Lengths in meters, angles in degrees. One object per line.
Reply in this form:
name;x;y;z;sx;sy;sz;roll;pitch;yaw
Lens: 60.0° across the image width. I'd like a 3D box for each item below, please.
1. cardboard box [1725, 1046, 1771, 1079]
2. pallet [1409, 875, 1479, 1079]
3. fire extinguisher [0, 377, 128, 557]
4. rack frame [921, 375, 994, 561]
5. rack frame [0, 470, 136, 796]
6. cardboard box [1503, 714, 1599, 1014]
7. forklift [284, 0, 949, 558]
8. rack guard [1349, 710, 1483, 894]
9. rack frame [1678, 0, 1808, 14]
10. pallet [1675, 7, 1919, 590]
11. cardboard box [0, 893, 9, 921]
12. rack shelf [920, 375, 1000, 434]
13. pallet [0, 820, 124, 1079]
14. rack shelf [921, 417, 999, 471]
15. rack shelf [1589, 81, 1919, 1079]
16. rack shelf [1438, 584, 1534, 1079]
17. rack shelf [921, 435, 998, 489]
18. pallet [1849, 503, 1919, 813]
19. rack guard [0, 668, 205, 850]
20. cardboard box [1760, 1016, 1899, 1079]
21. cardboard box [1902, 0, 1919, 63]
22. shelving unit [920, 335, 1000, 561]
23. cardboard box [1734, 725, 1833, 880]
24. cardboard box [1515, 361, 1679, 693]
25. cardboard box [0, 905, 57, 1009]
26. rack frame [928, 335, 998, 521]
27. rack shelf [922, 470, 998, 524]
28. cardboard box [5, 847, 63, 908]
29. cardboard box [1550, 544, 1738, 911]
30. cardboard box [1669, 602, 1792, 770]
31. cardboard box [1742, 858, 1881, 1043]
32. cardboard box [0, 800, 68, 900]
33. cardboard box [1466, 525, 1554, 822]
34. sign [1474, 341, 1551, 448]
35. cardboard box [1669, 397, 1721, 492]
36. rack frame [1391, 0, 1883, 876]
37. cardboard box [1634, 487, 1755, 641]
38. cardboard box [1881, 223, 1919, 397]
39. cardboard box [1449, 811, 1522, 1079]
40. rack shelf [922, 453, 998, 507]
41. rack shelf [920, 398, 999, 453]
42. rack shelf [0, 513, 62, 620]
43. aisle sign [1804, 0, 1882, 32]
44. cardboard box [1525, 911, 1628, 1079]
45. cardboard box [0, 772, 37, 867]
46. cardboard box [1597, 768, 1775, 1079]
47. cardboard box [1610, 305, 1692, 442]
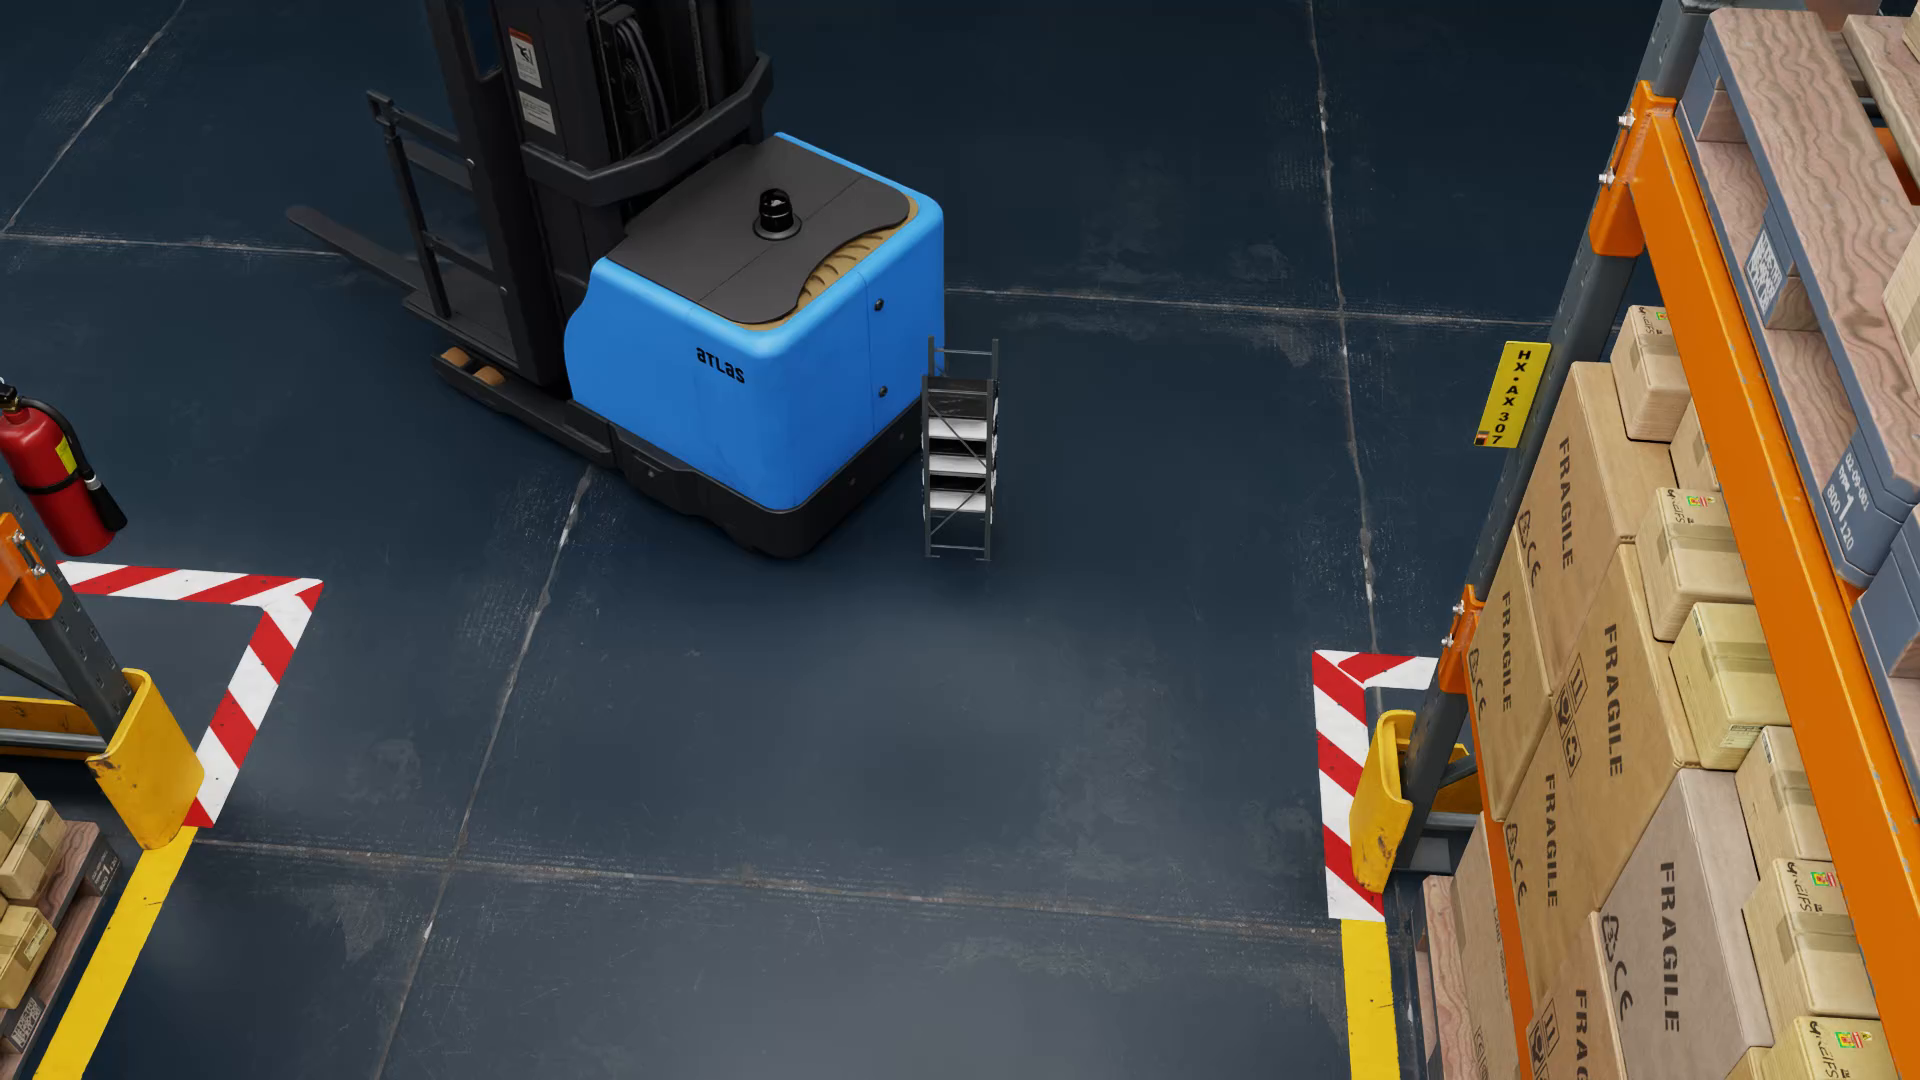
cardboard box;1.389;1.112;2.454;0.500;0.500;0.500;4;48;4
pallet;1.845;1.558;4.682;1.003;0.211;1.213;4;48;4
fire extinguisher;-2.616;-0.236;4.738;0.296;0.674;0.183;4;48;4
rack frame;-0.009;-0.235;5.855;0.240;0.900;0.006;4;48;4
rack frame;-3.098;-0.234;4.431;1.000;3.000;0.127;4;48;4
cardboard box;1.492;0.698;3.511;0.500;0.500;0.500;3;48;3
forklift;-1.533;-1.813;5.922;3.031;2.935;1.130;28;54;23
rack guard;1.842;0.850;5.133;1.175;0.500;0.348;4;48;4
rack frame;1.840;-2.000;1.981;1.000;3.000;0.127;4;48;4
pallet;1.783;-0.412;2.621;1.003;0.211;1.213;4;48;4
cardboard box;-2.940;1.081;4.674;0.380;0.149;0.250;3;48;3
rack shelf;0.001;-0.469;5.749;0.258;0.077;0.200;4;48;4
pallet;-3.215;1.357;4.865;1.003;0.211;1.213;4;48;4
rack shelf;0.001;-0.348;5.882;0.258;0.077;0.200;4;48;4
rack shelf;1.658;0.725;2.009;1.077;0.370;4.000;4;48;4
rack shelf;1.658;1.737;3.116;1.077;0.370;4.000;4;48;4
rack shelf;0.001;-0.287;5.948;0.258;0.077;0.200;4;48;4
pallet;1.674;0.487;1.799;1.003;0.211;1.213;4;48;4
rack guard;-3.105;0.665;5.303;1.175;0.500;0.348;4;48;4
cardboard box;1.349;0.813;2.288;0.380;0.149;0.250;3;48;3
cardboard box;1.889;-0.776;2.643;0.500;0.250;0.500;0;48;0
shelving unit;0.001;-0.310;5.923;0.258;0.900;0.210;4;48;4
cardboard box;1.464;0.448;2.622;0.380;0.149;0.250;4;48;4
cardboard box;1.513;-0.013;3.484;0.500;0.500;0.500;3;48;3
cardboard box;-2.861;1.183;4.783;0.380;0.149;0.250;5;48;5
rack frame;0.010;-0.384;5.992;0.240;0.900;0.006;4;48;4
rack shelf;0.001;-0.166;6.081;0.258;0.077;0.200;4;48;4
cardboard box;-2.939;0.987;4.962;0.380;0.149;0.250;5;48;4
cardboard box;1.473;0.367;3.136;0.500;0.500;0.500;3;48;2
cardboard box;1.435;0.252;2.802;0.380;0.149;0.250;2;48;2
cardboard box;1.399;0.629;2.457;0.380;0.149;0.250;4;48;4
cardboard box;-2.862;0.893;4.846;0.380;0.149;0.250;3;48;2
cardboard box;1.511;0.324;3.853;0.500;0.500;0.500;4;48;3
sign;1.288;-0.336;3.884;0.100;0.325;0.005;4;48;4
cardboard box;1.579;-0.126;3.148;0.380;0.149;0.250;5;48;4
rack frame;1.840;0.024;4.195;1.000;3.000;0.127;4;48;4
cardboard box;1.441;0.057;2.980;0.380;0.149;0.250;5;48;5
cardboard box;1.512;-0.294;2.272;0.380;0.149;0.250;5;48;5
cardboard box;1.880;1.239;4.536;0.875;0.438;0.875;2;48;2
rack shelf;0.001;-0.226;6.014;0.258;0.077;0.200;4;48;4
rack shelf;0.001;-0.409;5.815;0.258;0.077;0.200;4;48;4
rack shelf;-3.281;1.478;3.353;1.077;0.370;4.000;4;48;4
aisle sign;1.558;-0.925;3.302;0.394;0.787;0.004;4;48;4
cardboard box;1.428;1.070;3.171;0.500;0.500;0.500;4;48;3
cardboard box;-2.894;0.792;4.737;0.380;0.149;0.250;4;48;4
cardboard box;1.434;0.746;2.790;0.500;0.500;0.500;4;48;3
cardboard box;1.532;-0.323;3.328;0.380;0.149;0.250;5;48;4
